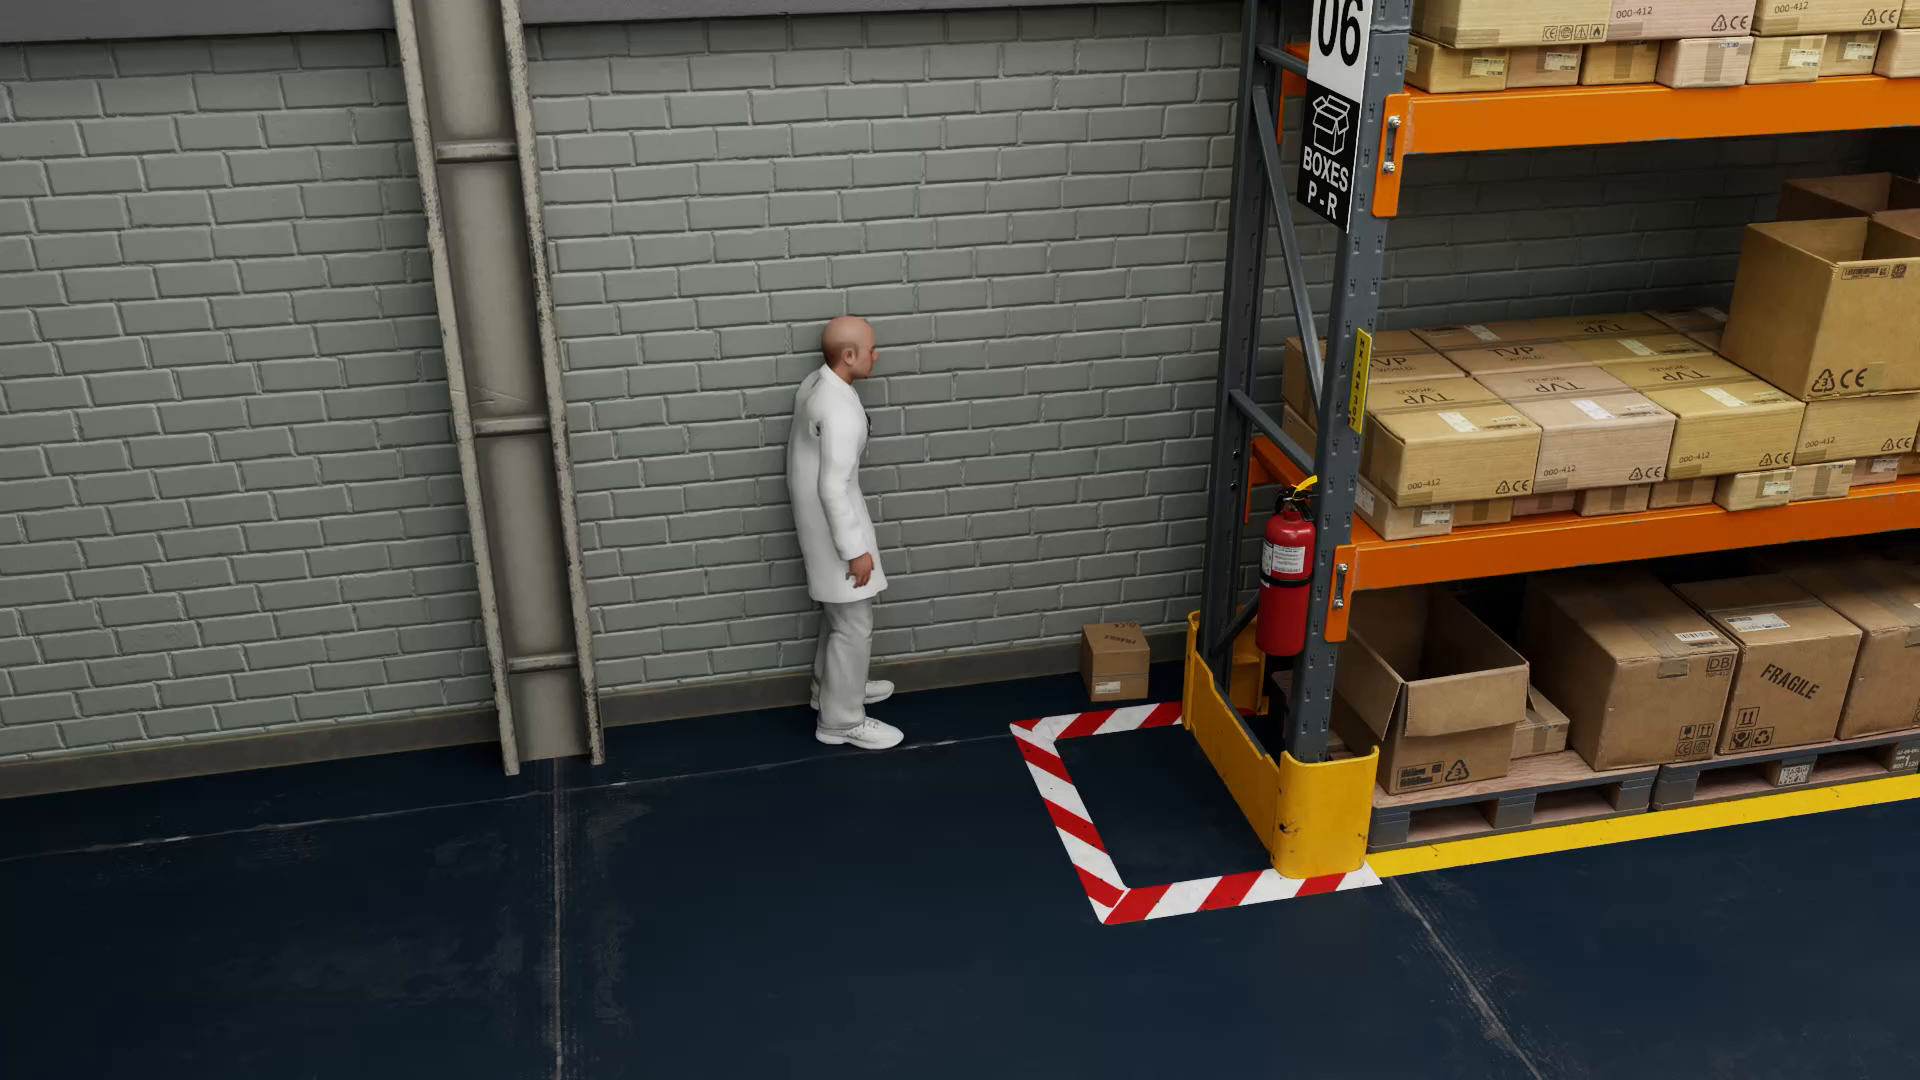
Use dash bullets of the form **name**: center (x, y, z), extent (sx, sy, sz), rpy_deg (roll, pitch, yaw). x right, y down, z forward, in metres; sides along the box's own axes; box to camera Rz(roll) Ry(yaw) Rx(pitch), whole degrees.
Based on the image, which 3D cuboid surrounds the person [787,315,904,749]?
- **person**: center (-0.475, -0.047, 6.728), extent (0.426, 1.773, 0.652), rpy_deg (-4, 27, -9)
